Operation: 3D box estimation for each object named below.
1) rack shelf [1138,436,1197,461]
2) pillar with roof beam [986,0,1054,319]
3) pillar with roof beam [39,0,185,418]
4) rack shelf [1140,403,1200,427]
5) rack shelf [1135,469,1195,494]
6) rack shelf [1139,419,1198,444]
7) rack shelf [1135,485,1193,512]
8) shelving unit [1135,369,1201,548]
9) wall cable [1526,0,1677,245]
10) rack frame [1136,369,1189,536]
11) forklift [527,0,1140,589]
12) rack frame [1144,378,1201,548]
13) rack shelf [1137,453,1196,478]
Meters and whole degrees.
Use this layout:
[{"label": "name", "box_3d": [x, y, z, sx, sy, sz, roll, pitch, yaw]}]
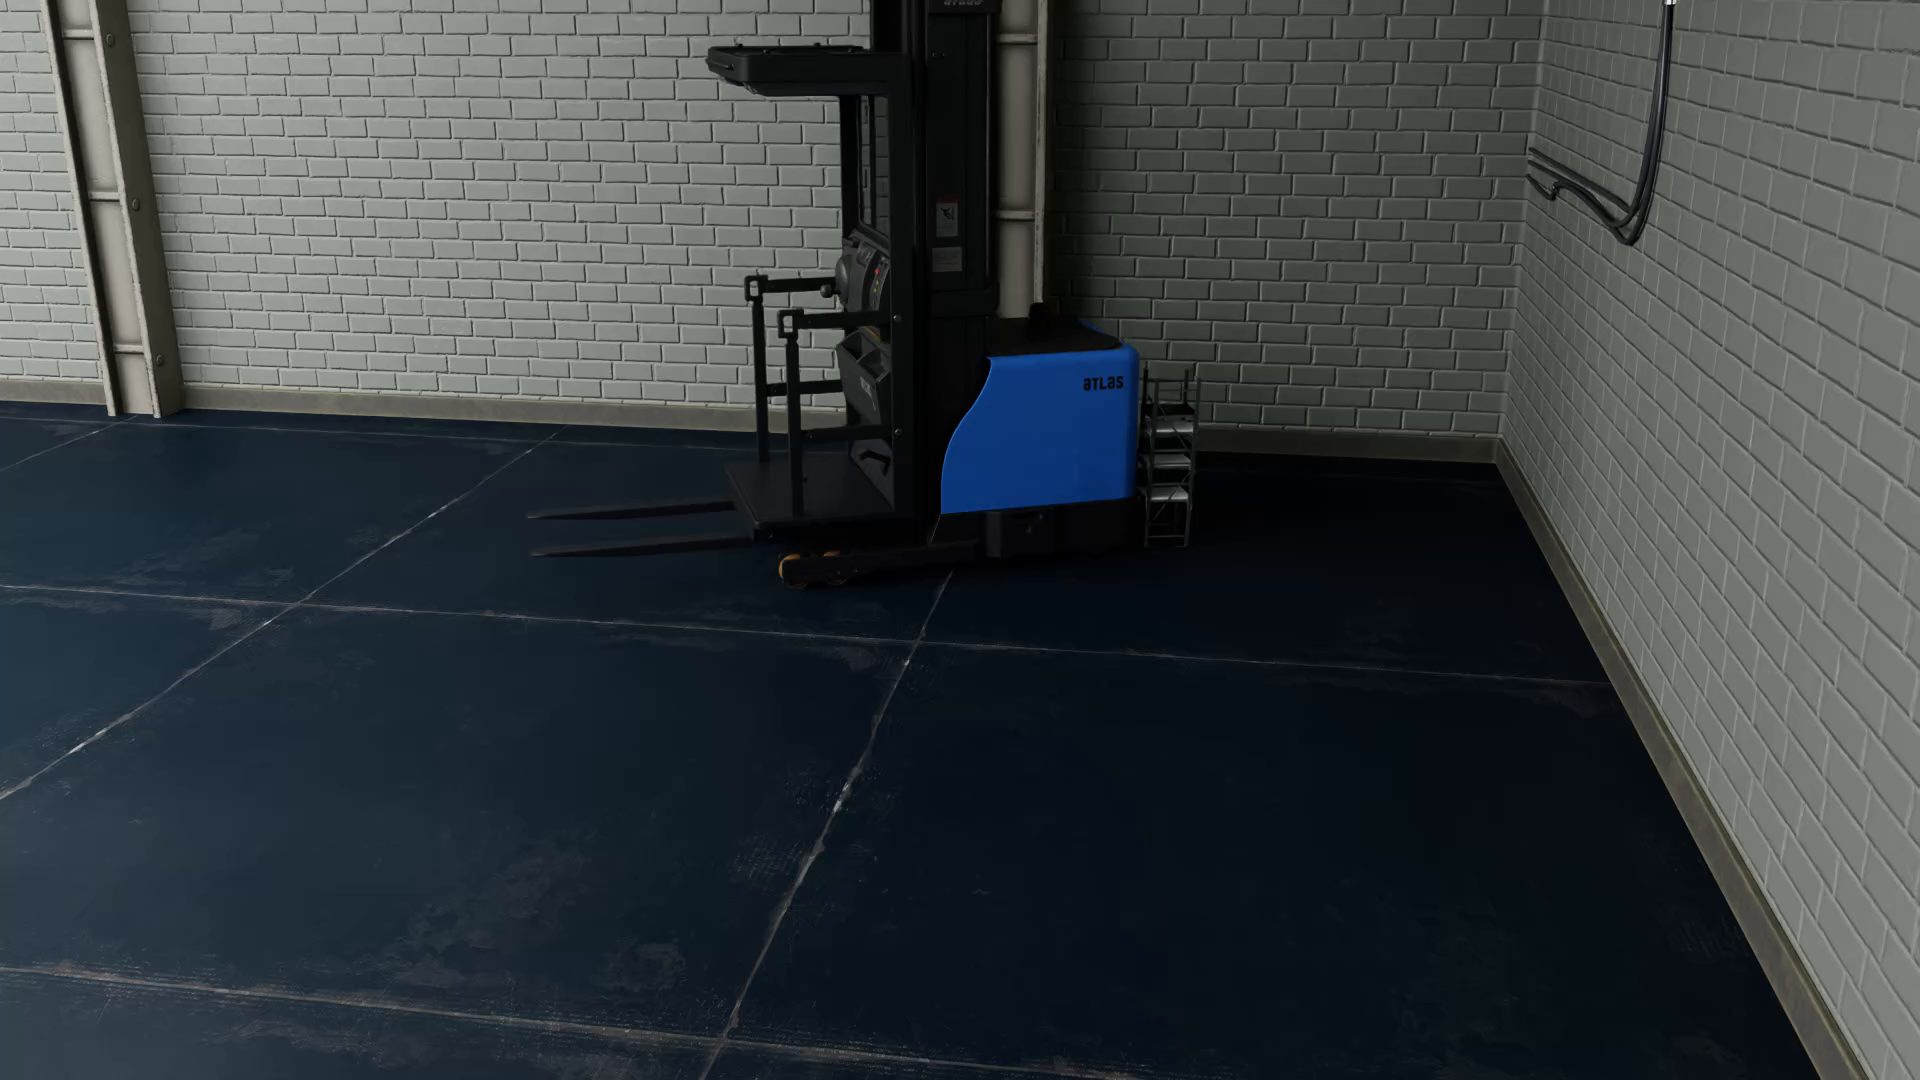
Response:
[{"label": "rack shelf", "box_3d": [1.072, -0.474, 8.609, 0.258, 0.077, 0.200, -1, 19, -10]}, {"label": "pillar with roof beam", "box_3d": [-0.348, -3.503, 5.090, 0.400, 9.000, 9.100, 3, 19, 9]}, {"label": "pillar with roof beam", "box_3d": [-6.272, -3.805, 5.992, 0.400, 9.000, 9.100, 3, 19, 9]}, {"label": "rack shelf", "box_3d": [1.078, -0.645, 8.553, 0.258, 0.077, 0.200, -1, 19, -10]}, {"label": "rack shelf", "box_3d": [1.067, -0.303, 8.666, 0.258, 0.077, 0.200, -1, 19, -10]}, {"label": "rack shelf", "box_3d": [1.075, -0.559, 8.581, 0.258, 0.077, 0.200, -1, 19, -10]}, {"label": "rack shelf", "box_3d": [1.064, -0.218, 8.694, 0.258, 0.077, 0.200, -1, 19, -10]}, {"label": "shelving unit", "box_3d": [1.071, -0.420, 8.627, 0.258, 0.900, 0.210, -1, 19, -10]}, {"label": "wall cable", "box_3d": [3.034, -2.816, 7.932, 0.112, 2.526, 3.097, 3, 19, 9]}, {"label": "rack frame", "box_3d": [1.053, -0.452, 8.722, 0.240, 0.900, 0.006, -1, 19, -10]}, {"label": "forklift", "box_3d": [-0.664, -1.339, 8.186, 3.031, 2.935, 1.130, -5, 19, -15]}, {"label": "rack frame", "box_3d": [1.088, -0.388, 8.532, 0.240, 0.900, 0.006, -1, 19, -10]}, {"label": "rack shelf", "box_3d": [1.070, -0.389, 8.637, 0.258, 0.077, 0.200, -1, 19, -10]}]
